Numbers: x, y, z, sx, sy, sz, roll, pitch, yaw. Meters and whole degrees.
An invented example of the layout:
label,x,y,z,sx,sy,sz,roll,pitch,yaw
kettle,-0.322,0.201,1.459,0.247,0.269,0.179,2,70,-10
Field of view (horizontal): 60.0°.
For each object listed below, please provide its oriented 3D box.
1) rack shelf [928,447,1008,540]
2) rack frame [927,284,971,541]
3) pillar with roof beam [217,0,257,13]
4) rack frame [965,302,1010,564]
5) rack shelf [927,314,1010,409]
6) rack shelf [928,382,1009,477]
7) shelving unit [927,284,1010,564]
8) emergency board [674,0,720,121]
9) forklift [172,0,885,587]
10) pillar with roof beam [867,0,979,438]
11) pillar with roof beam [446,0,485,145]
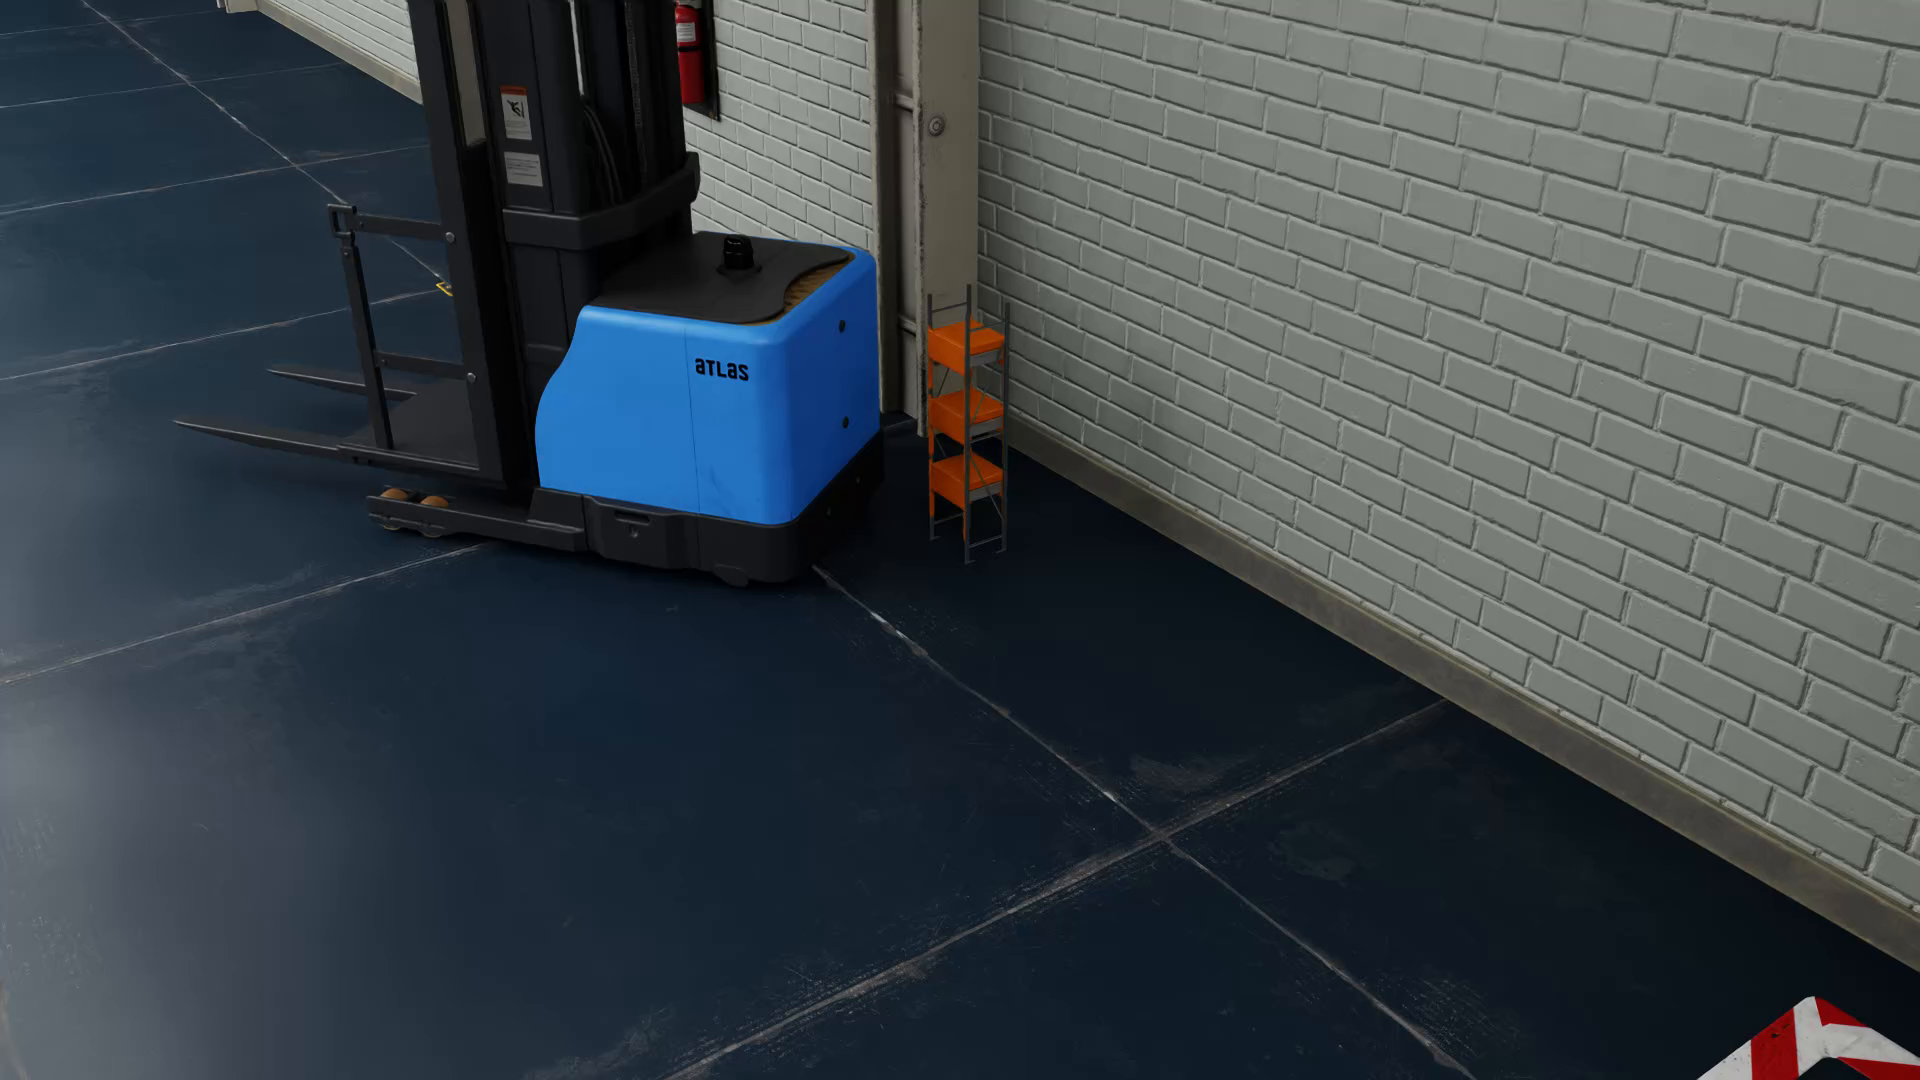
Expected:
label,x,y,z,sx,sy,sz,roll,pitch,yaw
rack shelf,0.031,-0.187,6.599,0.215,0.259,0.240,-19,34,-31
rack frame,-0.040,-0.488,6.548,0.200,1.050,0.008,-19,34,-31
pillar with roof beam,-10.624,-8.014,12.077,9.100,9.000,0.400,-19,34,-31
rack frame,0.102,-0.393,6.374,0.200,1.050,0.008,-19,34,-31
rack shelf,0.031,-0.681,6.331,0.215,0.259,0.240,-19,34,-31
rack shelf,0.031,-0.431,6.466,0.215,0.259,0.240,-19,34,-31
shelving unit,0.031,-0.441,6.461,0.215,1.050,0.252,-19,34,-31
emergency board,-1.558,-2.876,8.902,0.194,1.169,0.643,-19,34,-31
forklift,-1.893,-1.523,6.483,3.031,2.935,1.130,9,30,17
pillar with roof beam,-3.663,-3.349,3.488,9.100,9.000,0.400,-19,34,-31
pillar with roof beam,-7.143,-5.682,7.783,9.100,9.000,0.400,-19,34,-31
